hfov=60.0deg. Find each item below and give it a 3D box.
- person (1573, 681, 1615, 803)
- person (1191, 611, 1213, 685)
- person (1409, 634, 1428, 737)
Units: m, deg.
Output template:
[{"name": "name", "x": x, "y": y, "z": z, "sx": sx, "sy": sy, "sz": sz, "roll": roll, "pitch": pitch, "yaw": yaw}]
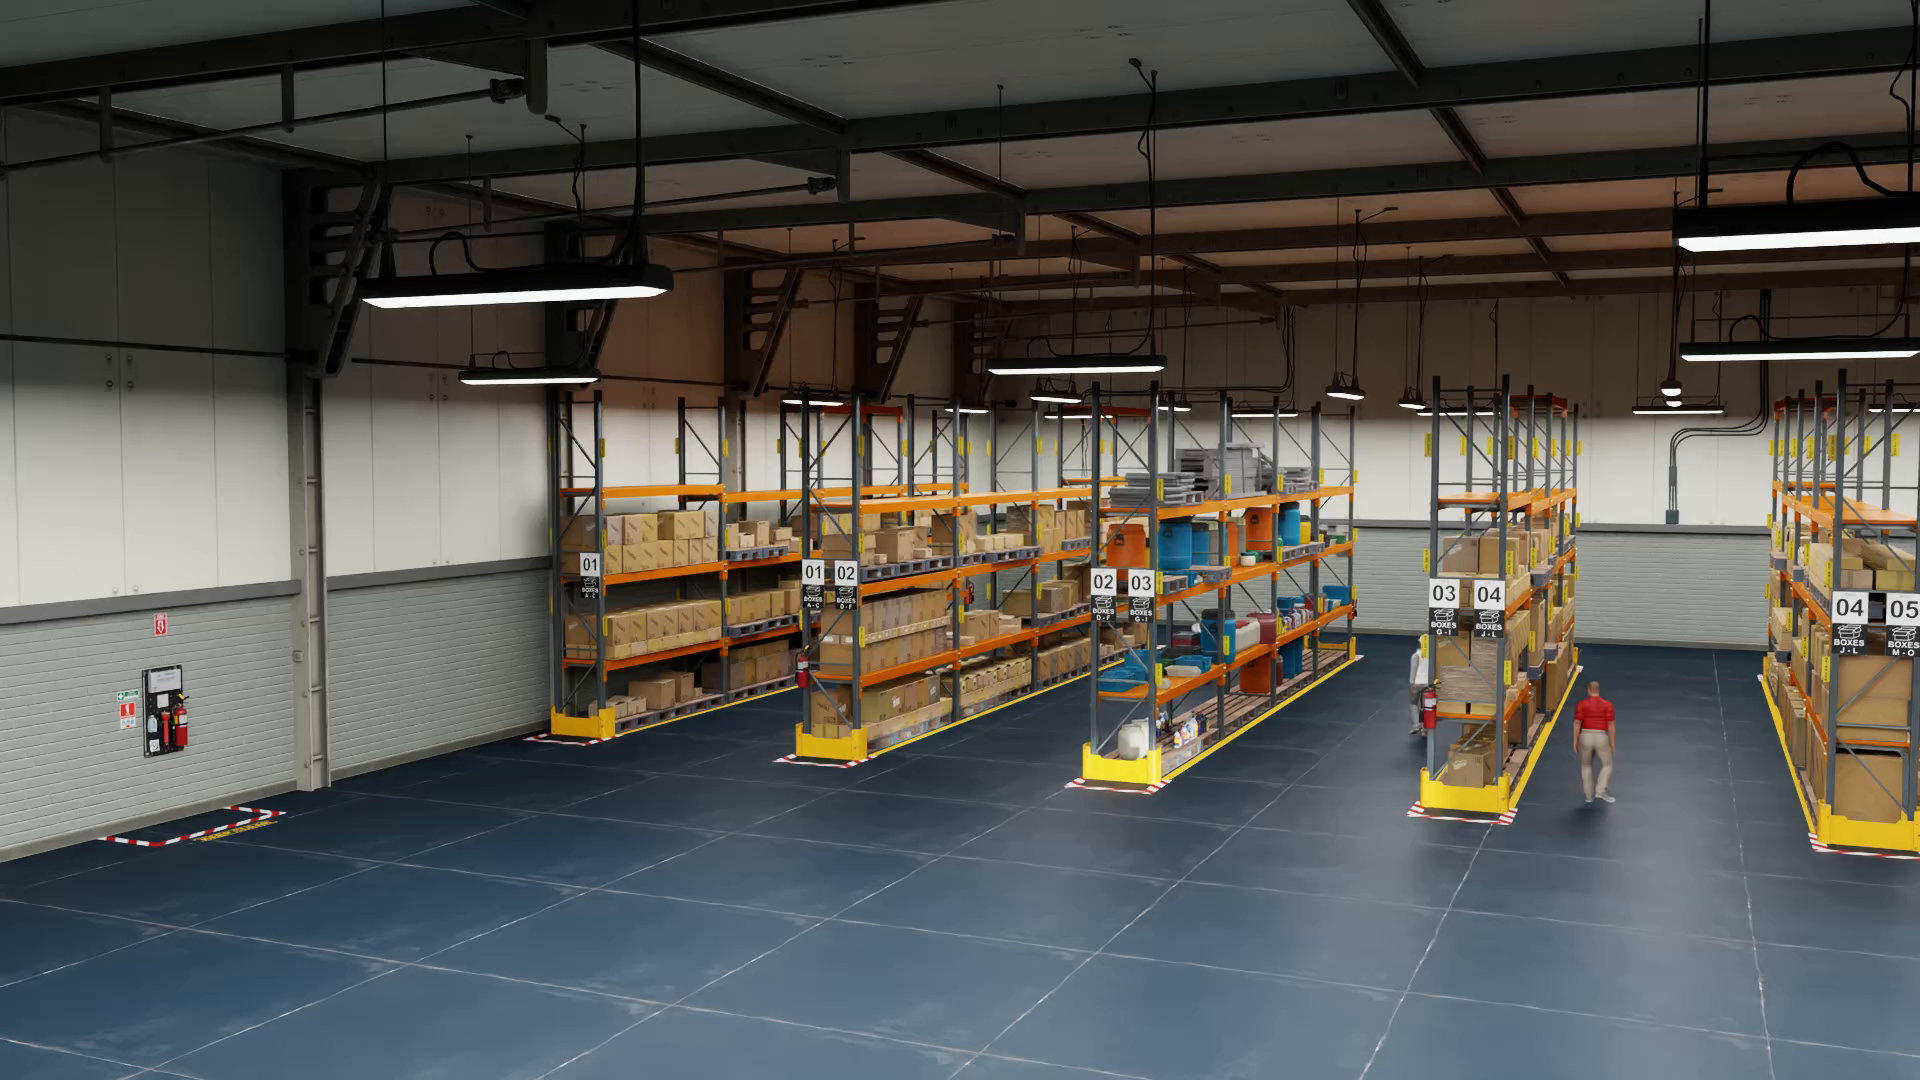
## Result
[{"name": "person", "x": 8.936, "y": 2.851, "z": 23.418, "sx": 0.573, "sy": 1.722, "sz": 0.565, "roll": 1, "pitch": 3, "yaw": 22}, {"name": "person", "x": 5.170, "y": 2.269, "z": 35.017, "sx": 0.656, "sy": 1.608, "sz": 0.697, "roll": 2, "pitch": 4, "yaw": 34}, {"name": "person", "x": 8.066, "y": 2.525, "z": 28.856, "sx": 0.535, "sy": 1.787, "sz": 0.517, "roll": 0, "pitch": 3, "yaw": 6}]
